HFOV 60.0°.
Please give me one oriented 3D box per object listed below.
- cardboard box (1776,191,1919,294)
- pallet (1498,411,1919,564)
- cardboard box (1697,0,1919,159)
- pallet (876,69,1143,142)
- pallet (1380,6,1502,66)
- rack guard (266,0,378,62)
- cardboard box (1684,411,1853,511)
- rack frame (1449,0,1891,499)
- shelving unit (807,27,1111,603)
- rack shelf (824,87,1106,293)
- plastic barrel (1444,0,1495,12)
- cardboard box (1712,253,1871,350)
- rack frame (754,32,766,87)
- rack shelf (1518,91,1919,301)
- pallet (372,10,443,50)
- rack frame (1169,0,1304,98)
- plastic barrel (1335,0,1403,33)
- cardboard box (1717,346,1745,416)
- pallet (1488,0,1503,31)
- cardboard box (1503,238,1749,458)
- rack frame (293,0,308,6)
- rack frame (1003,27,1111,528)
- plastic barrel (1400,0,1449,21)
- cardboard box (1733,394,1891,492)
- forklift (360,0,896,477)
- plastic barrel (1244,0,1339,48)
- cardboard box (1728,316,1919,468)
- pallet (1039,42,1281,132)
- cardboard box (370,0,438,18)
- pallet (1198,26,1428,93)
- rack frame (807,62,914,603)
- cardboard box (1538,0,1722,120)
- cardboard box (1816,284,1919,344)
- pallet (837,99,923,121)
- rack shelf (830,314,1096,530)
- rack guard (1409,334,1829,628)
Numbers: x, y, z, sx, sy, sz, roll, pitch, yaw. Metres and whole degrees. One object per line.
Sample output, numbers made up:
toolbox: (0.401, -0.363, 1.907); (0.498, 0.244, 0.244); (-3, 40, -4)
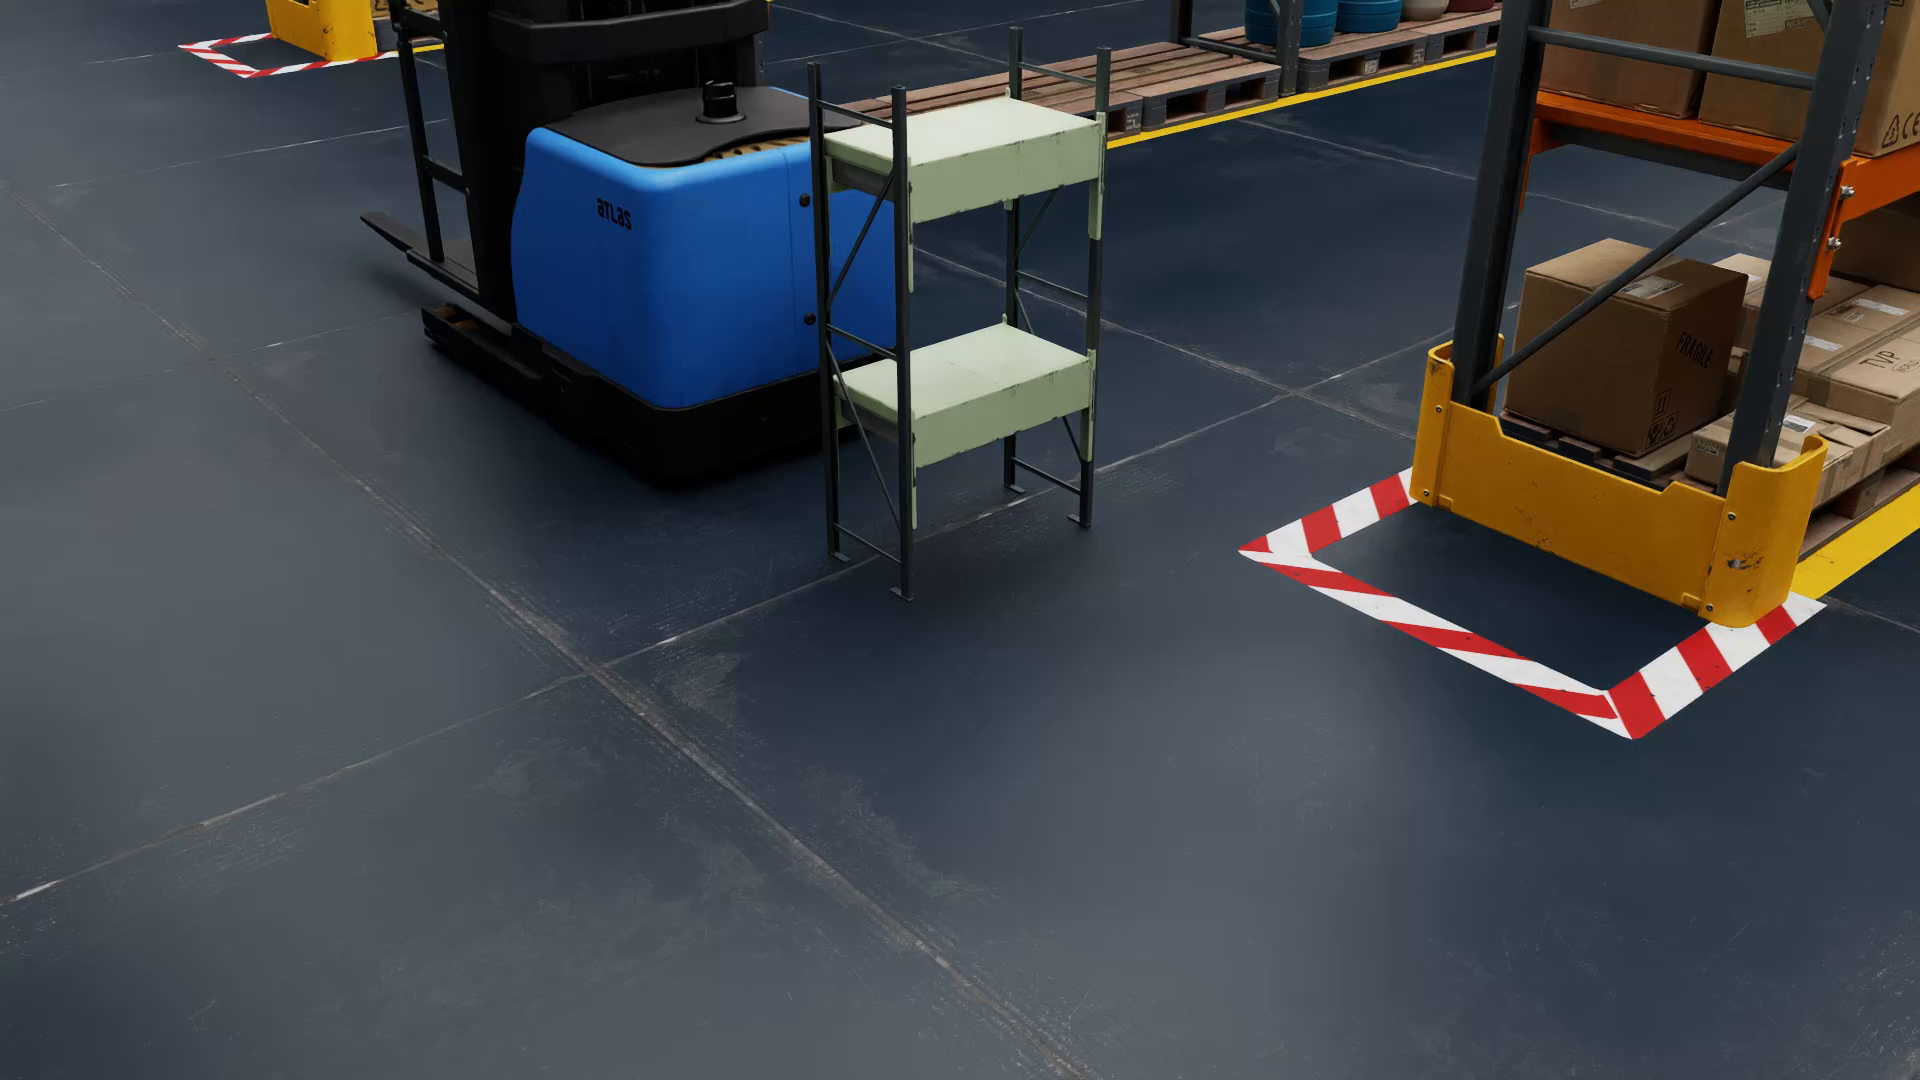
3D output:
cardboard box: (3.537, -1.036, 6.188); (0.637, 0.503, 0.797); (-22, 35, -35)
pallet: (2.583, -0.333, 5.650); (1.213, 0.211, 1.003); (-22, 35, -35)
cardboard box: (2.428, -1.381, 4.546); (0.500, 0.500, 0.500); (-21, 35, -34)
pallet: (0.288, -2.453, 9.616); (1.213, 0.211, 1.003); (-22, 35, -35)
pallet: (3.293, -3.663, 11.881); (1.213, 0.211, 1.003); (-22, 35, -35)
rack guard: (-4.525, -3.739, 11.716); (0.348, 0.500, 1.175); (-22, 35, -35)
cardboard box: (2.461, -0.237, 5.070); (0.250, 0.149, 0.380); (-22, 35, -35)
rack frame: (1.920, -1.296, 4.492); (0.127, 3.000, 1.000); (-22, 35, -35)
shelving unit: (0.005, -0.664, 4.900); (0.755, 1.500, 0.431); (-22, 35, -35)
rack shelf: (0.005, -1.008, 4.716); (0.720, 0.370, 0.431); (-22, 35, -35)
plastic barrel: (3.573, -4.141, 11.929); (0.708, 0.588, 0.600); (-22, 35, -35)
cardboard box: (2.916, -0.812, 6.037); (0.500, 0.250, 0.500); (-22, 35, -35)
rack frame: (-1.293, -3.073, 7.818); (0.127, 3.000, 1.000); (-22, 35, -35)
rack shelf: (3.441, -1.590, 5.807); (4.000, 0.370, 1.077); (-22, 35, -35)
pallet: (-3.950, -3.892, 12.308); (1.213, 0.211, 1.003); (-22, 35, -35)
rack frame: (1.750, -4.297, 10.107); (0.127, 3.000, 1.000); (-22, 35, -35)
plastic barrel: (2.714, -3.933, 11.208); (0.708, 0.901, 0.600); (-22, 35, -35)
cardboard box: (2.540, -0.586, 5.704); (0.250, 0.166, 0.380); (-22, 35, -35)
pallet: (4.221, -4.034, 12.575); (1.213, 0.211, 1.003); (-22, 35, -35)
cardboard box: (2.173, -0.642, 5.454); (0.500, 0.500, 0.500); (-22, 35, -35)
rack frame: (-4.507, -4.849, 11.141); (0.127, 3.000, 1.000); (-22, 35, -35)
rack frame: (0.284, -0.775, 5.110); (0.023, 1.500, 0.400); (-22, 35, -35)
plastic barrel: (3.202, -3.902, 11.563); (0.421, 0.512, 0.421); (0, 28, 0)
cardboard box: (2.651, -0.322, 5.208); (0.250, 0.166, 0.380); (-22, 35, -35)
forklift: (-1.504, -2.125, 6.117); (1.130, 2.935, 3.031); (-21, 35, -34)
plastic barrel: (2.175, -3.717, 10.803); (0.708, 0.901, 0.600); (-22, 35, -35)
cardboard box: (2.898, -0.495, 5.444); (0.500, 0.250, 0.500); (-22, 35, -35)
pallet: (1.216, -2.828, 10.318); (1.213, 0.211, 1.003); (-22, 35, -35)
cardboard box: (-4.072, -4.322, 11.963); (0.875, 0.875, 0.875); (-22, 35, -35)
pallet: (2.365, -3.288, 11.178); (1.213, 0.211, 1.003); (-22, 35, -35)
rack frame: (-0.273, -0.552, 4.691); (0.023, 1.500, 0.400); (-22, 35, -35)
cardboard box: (2.084, -1.574, 4.908); (0.500, 0.500, 0.500); (-21, 34, -33)
cardboard box: (3.278, -0.648, 5.730); (0.500, 0.250, 0.500); (-22, 35, -35)
pallet: (-0.640, -2.082, 8.921); (1.213, 0.211, 1.003); (-22, 35, -35)
rack shelf: (0.005, -0.376, 5.054); (0.720, 0.370, 0.431); (-22, 35, -35)
rack guard: (1.977, -0.217, 5.125); (0.348, 0.500, 1.175); (-22, 35, -35)
